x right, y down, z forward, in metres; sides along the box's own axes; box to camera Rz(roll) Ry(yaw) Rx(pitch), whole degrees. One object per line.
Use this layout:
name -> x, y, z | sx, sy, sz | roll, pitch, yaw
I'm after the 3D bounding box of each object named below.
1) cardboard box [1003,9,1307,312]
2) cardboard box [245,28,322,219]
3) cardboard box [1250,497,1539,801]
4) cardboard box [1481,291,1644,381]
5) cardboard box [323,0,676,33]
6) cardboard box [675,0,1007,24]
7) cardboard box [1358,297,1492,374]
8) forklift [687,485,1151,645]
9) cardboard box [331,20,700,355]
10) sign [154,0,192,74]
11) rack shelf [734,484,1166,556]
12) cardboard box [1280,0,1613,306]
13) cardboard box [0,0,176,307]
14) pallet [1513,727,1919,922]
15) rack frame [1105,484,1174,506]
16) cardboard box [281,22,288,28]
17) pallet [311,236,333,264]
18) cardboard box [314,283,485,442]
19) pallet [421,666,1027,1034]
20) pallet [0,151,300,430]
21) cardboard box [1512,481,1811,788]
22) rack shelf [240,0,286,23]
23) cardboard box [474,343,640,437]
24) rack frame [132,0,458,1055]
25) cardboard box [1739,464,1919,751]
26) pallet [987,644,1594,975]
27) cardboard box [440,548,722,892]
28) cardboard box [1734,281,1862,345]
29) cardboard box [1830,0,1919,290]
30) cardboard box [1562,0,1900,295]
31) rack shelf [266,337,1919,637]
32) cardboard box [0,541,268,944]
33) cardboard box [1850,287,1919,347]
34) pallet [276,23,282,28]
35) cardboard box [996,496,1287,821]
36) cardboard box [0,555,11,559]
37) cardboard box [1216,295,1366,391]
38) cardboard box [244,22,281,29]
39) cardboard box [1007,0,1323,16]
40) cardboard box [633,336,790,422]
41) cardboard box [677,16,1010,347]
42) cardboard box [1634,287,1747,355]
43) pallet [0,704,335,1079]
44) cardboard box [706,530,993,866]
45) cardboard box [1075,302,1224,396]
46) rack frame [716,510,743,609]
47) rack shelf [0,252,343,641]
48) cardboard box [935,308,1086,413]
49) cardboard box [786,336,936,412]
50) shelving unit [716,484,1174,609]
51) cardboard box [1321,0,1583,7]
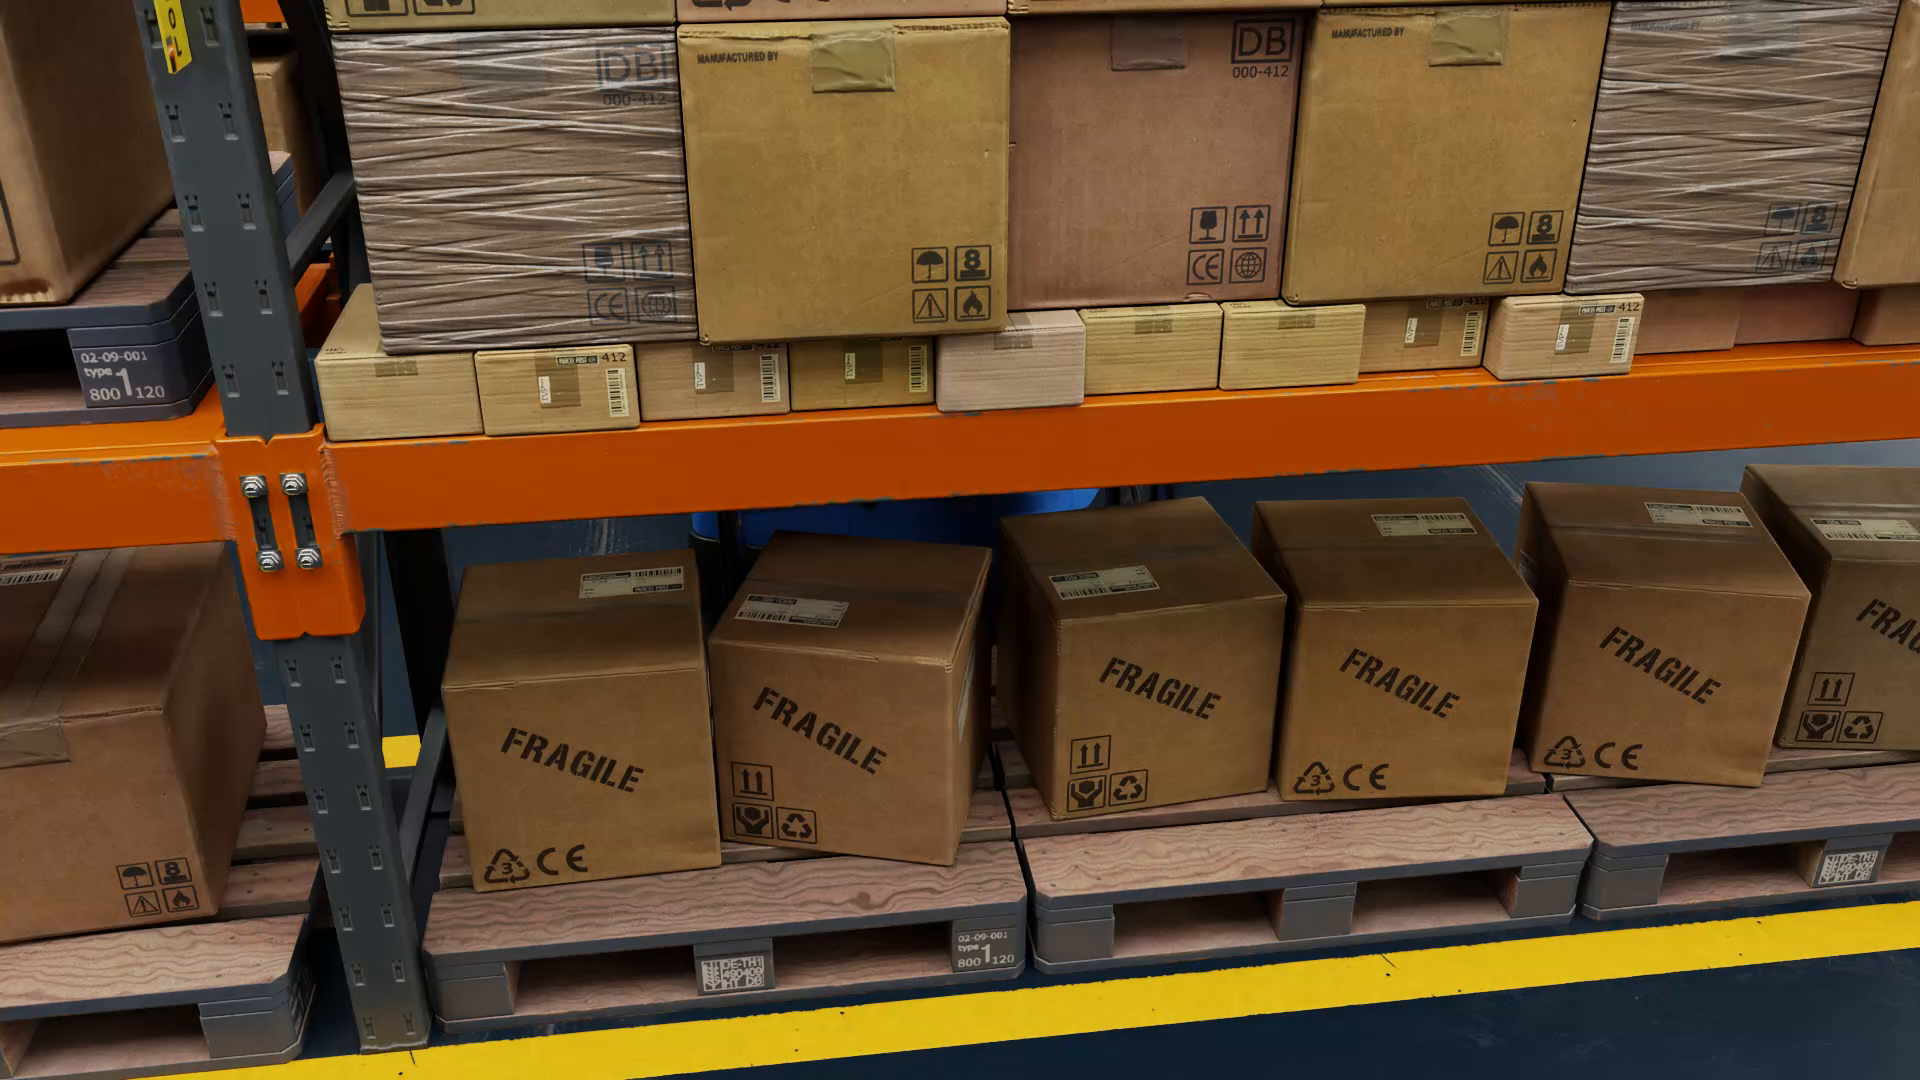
cardboard box -> 0.250, -0.821, 3.128 | 0.500, 0.500, 0.875 | -4, 27, -7
cardboard box -> -3.334, -1.845, 7.564 | 0.750, 0.750, 1.050 | -4, 27, -7
cardboard box -> 0.945, 0.238, 3.779 | 0.500, 0.500, 0.500 | -1, 27, -2
cardboard box -> 1.052, -0.438, 3.094 | 0.250, 0.149, 0.380 | -4, 27, -7
cardboard box -> -0.704, -1.085, 2.549 | 0.500, 0.500, 0.500 | -4, 27, -7
cardboard box -> -0.209, -1.118, 2.612 | 0.500, 0.500, 0.500 | -4, 27, -7
cardboard box -> 0.794, -0.454, 3.124 | 0.250, 0.149, 0.380 | -4, 27, -7
forklift -> 0.205, -1.615, 5.186 | 1.130, 2.935, 3.031 | 9, 29, 17
cardboard box -> -0.731, -0.727, 2.947 | 0.500, 0.500, 0.875 | -4, 27, -7
sign -> -1.104, -0.814, 2.283 | 0.005, 0.325, 0.100 | -4, 27, -7
rack shelf -> -0.061, -0.158, 4.036 | 1.000, 0.185, 0.538 | -6, 13, -10
cardboard box -> 0.751, -0.834, 3.154 | 0.500, 0.500, 0.875 | -4, 27, -7
cardboard box -> -1.991, -1.016, 2.828 | 1.000, 1.000, 1.000 | -3, 27, -7
pallet -> 1.891, 0.477, 4.090 | 1.213, 0.211, 1.003 | -4, 27, -7
rack frame -> 0.427, -0.383, 4.082 | 0.032, 1.500, 0.500 | -6, 13, -10
cardboard box -> -4.485, -3.921, 12.024 | 0.625, 0.372, 0.950 | -3, 27, -5
pallet -> -2.530, -1.475, 7.893 | 1.213, 0.211, 1.003 | -4, 27, -7
cardboard box -> -0.930, -0.316, 2.855 | 0.250, 0.149, 0.380 | -4, 27, -7
pallet -> -0.525, 0.632, 3.787 | 1.213, 0.211, 1.003 | -4, 27, -7
pallet -> -1.962, -0.482, 3.113 | 1.213, 0.211, 1.003 | -4, 27, -7
cardboard box -> 1.568, 0.207, 3.840 | 0.500, 0.500, 0.500 | 3, 27, 6
rack shelf -> -3.757, -2.351, 7.335 | 4.000, 0.370, 1.077 | -4, 27, -7
cardboard box -> -0.681, -0.326, 2.875 | 0.250, 0.149, 0.380 | -4, 27, -7
rack frame -> -1.185, -0.550, 3.036 | 0.127, 3.000, 1.000 | -4, 27, -7
cardboard box -> 2.155, 0.153, 3.944 | 0.500, 0.500, 0.500 | 1, 27, 2
pallet -> 0.686, 0.553, 3.941 | 1.213, 0.211, 1.003 | -4, 27, -7
cardboard box -> -0.784, 0.368, 3.525 | 0.500, 0.500, 0.500 | -4, 28, -9
cardboard box -> 1.531, -0.520, 3.253 | 0.250, 0.149, 0.380 | -4, 27, -7
cardboard box -> 1.749, -0.873, 3.230 | 0.500, 0.500, 0.875 | -4, 27, -7
cardboard box -> 1.248, -0.860, 3.206 | 0.500, 0.500, 0.875 | -4, 27, -7
rack shelf -> 0.795, -0.357, 3.448 | 4.000, 0.370, 1.077 | -4, 27, -7
cardboard box -> -1.796, 0.396, 3.449 | 0.500, 0.500, 0.700 | -6, 28, -11
cardboard box -> 1.785, -0.517, 3.248 | 0.250, 0.149, 0.380 | -4, 27, -7
pallet -> -4.547, -3.660, 12.152 | 1.213, 0.211, 1.003 | -4, 27, -7
cardboard box -> 0.386, 0.253, 3.749 | 0.500, 0.500, 0.500 | -6, 28, -12
cardboard box -> -2.271, 0.418, 3.407 | 0.500, 0.500, 0.700 | -4, 27, -7
cardboard box -> 0.553, -0.417, 3.053 | 0.250, 0.149, 0.380 | -4, 27, -7
cardboard box -> -5.236, -3.875, 11.935 | 0.625, 0.372, 0.950 | -4, 27, -8
cardboard box -> 0.286, -1.149, 2.674 | 0.500, 0.500, 0.500 | -4, 27, -7
cardboard box -> -0.437, -0.354, 2.930 | 0.250, 0.149, 0.380 | -4, 27, -7
cardboard box -> -0.231, -0.743, 2.978 | 0.500, 0.500, 0.875 | -4, 27, -7
cardboard box -> 1.287, -0.494, 3.203 | 0.250, 0.149, 0.380 | -4, 27, -7
pallet -> -1.956, 0.741, 3.575 | 1.213, 0.211, 1.003 | -4, 27, -7
cardboard box -> -0.217, 0.328, 3.603 | 0.500, 0.500, 0.500 | 5, 28, 9
cardboard box -> 0.304, -0.407, 3.032 | 0.250, 0.149, 0.380 | -4, 27, -7
rack frame -> -0.569, -0.283, 3.907 | 0.032, 1.500, 0.500 | -6, 13, -10
rack shelf -> -3.166, -0.103, 2.952 | 4.000, 0.370, 1.077 | -4, 27, -7
cardboard box -> 0.062, -0.372, 2.964 | 0.250, 0.149, 0.380 | -4, 27, -7
cardboard box -> -0.191, -0.375, 2.969 | 0.250, 0.149, 0.380 | -4, 27, -7
shelving unit -> -0.071, -0.333, 3.995 | 1.048, 1.500, 0.538 | -6, 13, -10
cardboard box -> 0.779, -1.186, 2.745 | 0.500, 0.500, 0.500 | -4, 27, -7
